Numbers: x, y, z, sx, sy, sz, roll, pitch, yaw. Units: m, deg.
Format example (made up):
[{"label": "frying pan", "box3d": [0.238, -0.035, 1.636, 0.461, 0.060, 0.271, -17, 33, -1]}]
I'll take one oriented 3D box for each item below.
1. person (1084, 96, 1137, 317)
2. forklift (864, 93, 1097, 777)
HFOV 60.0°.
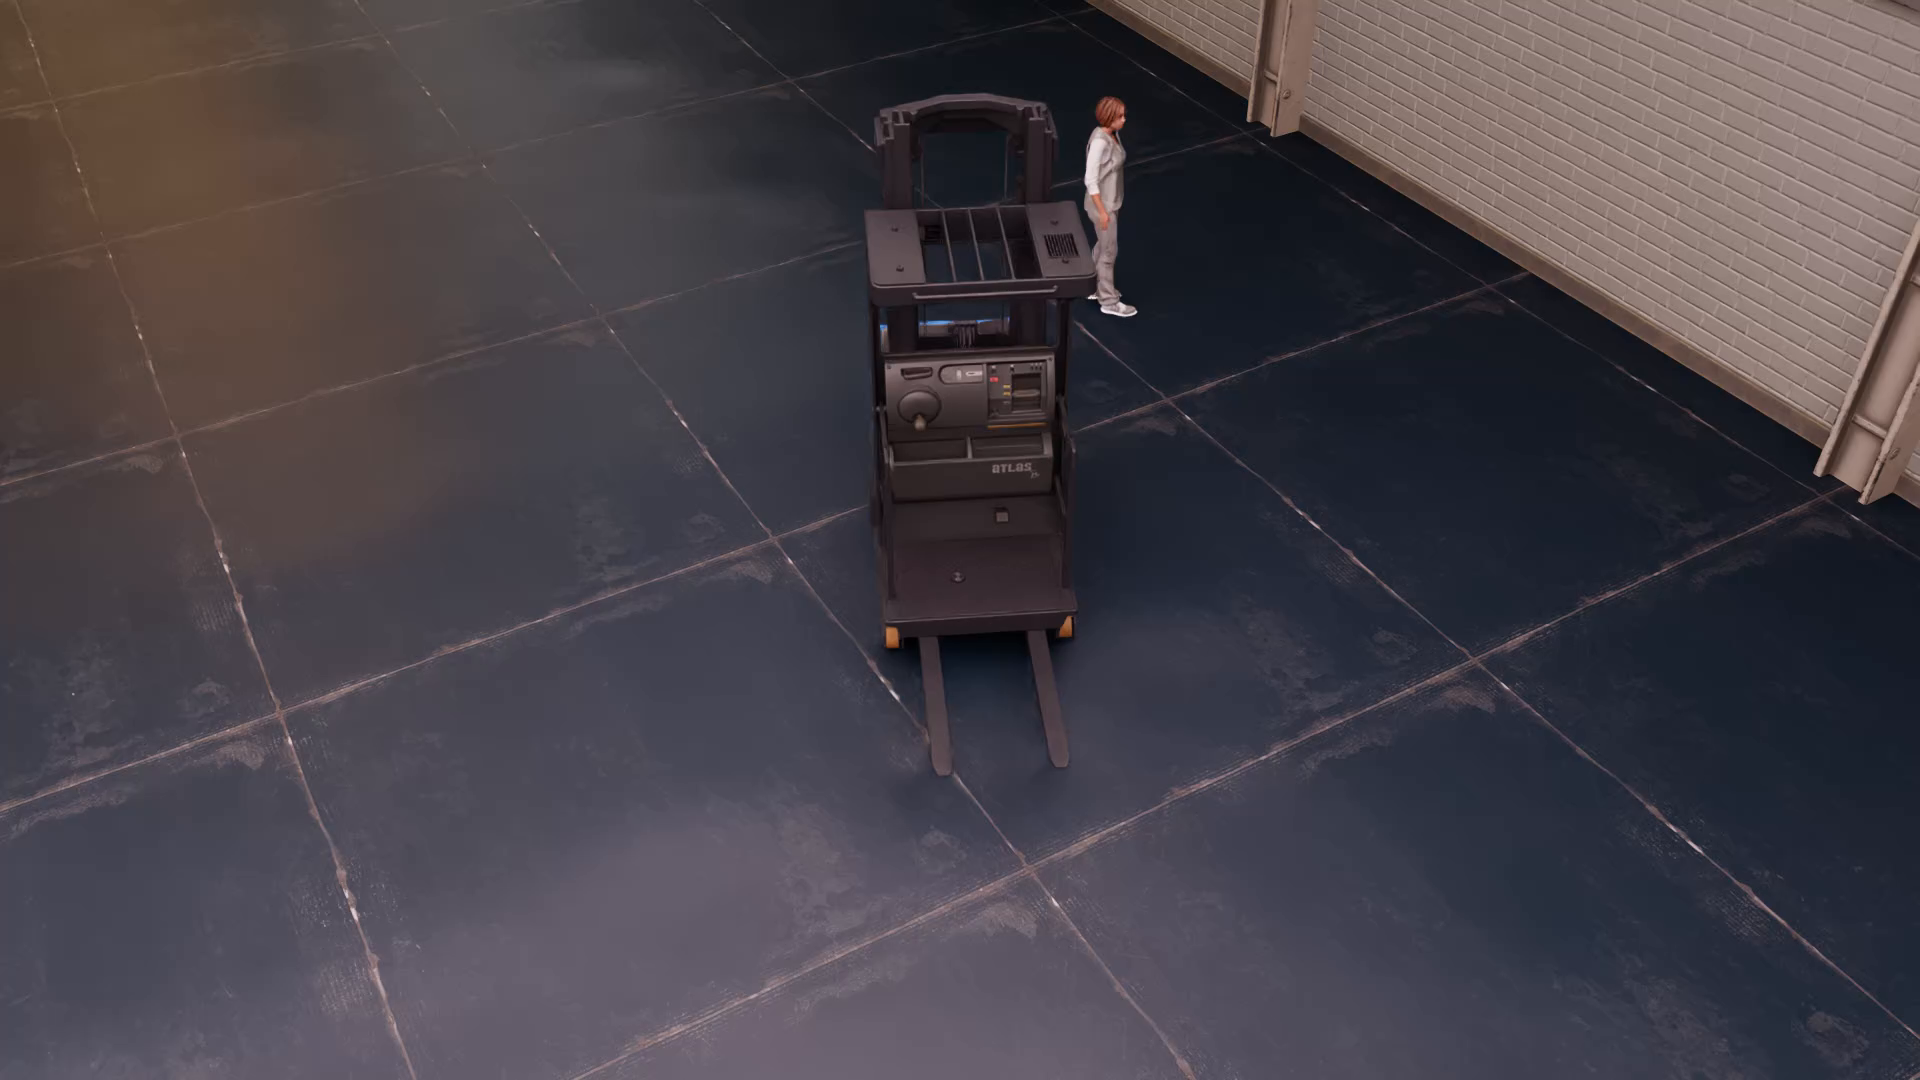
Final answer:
[{"label": "person", "box3d": [1.121, -2.413, 11.990, 0.457, 1.602, 0.560, 7, 40, 8]}, {"label": "forklift", "box3d": [0.079, -0.729, 8.915, 1.130, 2.935, 3.031, -3, 40, -4]}]
